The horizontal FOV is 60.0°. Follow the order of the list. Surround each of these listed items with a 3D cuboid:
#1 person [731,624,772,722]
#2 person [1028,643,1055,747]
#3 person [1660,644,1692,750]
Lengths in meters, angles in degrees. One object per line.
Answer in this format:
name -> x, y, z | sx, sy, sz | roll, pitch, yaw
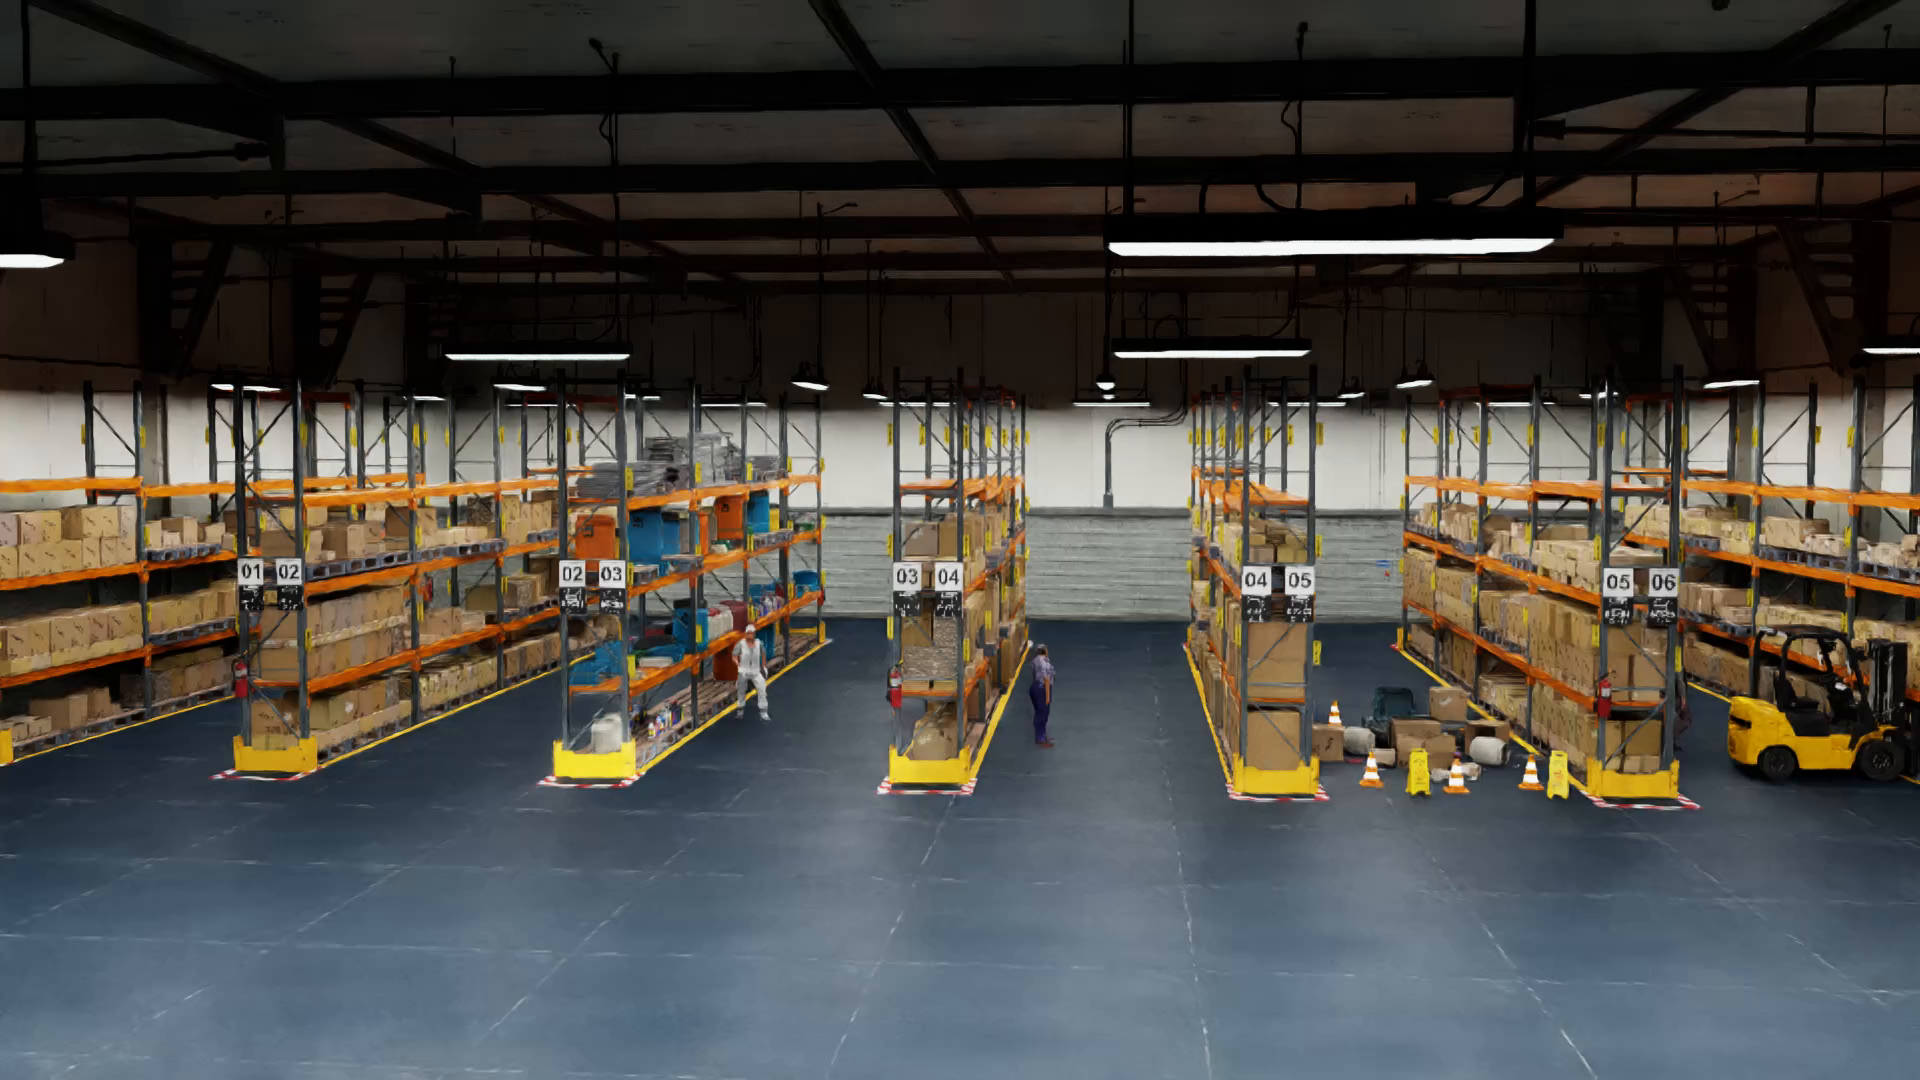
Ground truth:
person -> -3.675, 2.320, 29.141 | 0.674, 1.718, 0.808 | -1, 4, -15
person -> 1.352, 2.495, 27.007 | 0.415, 1.655, 0.542 | -1, 4, -21
person -> 11.310, 2.499, 26.433 | 0.447, 1.720, 0.569 | -1, 4, -21
